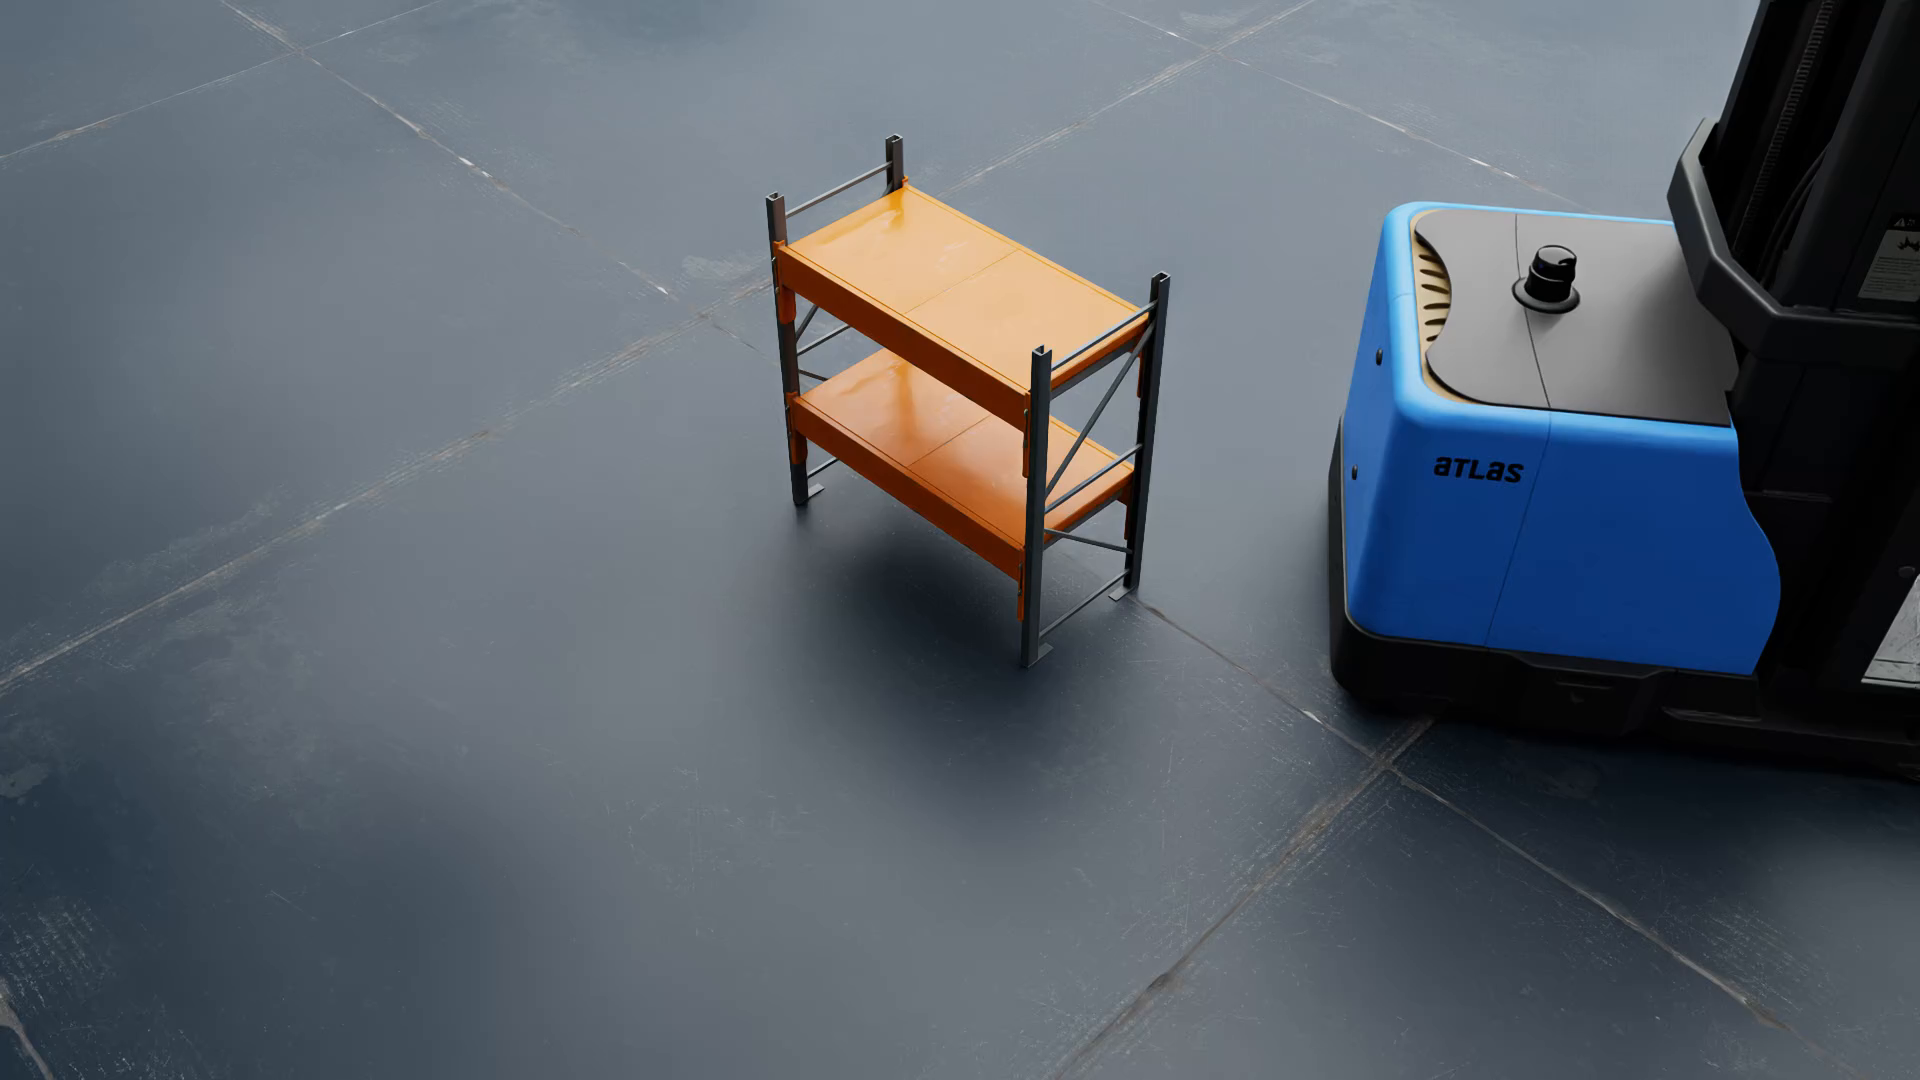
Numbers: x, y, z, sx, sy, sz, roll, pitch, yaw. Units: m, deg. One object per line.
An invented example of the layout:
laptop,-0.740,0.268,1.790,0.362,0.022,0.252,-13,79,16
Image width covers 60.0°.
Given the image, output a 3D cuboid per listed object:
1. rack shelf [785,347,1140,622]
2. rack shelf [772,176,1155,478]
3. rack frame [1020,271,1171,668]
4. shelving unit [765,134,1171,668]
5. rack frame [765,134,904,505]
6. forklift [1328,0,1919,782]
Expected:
rack shelf,0.005,-0.230,5.031,0.538,0.278,1.000,-34,53,-31
rack shelf,0.005,-0.625,4.666,0.538,0.278,1.000,-34,53,-31
rack frame,0.364,-0.166,4.600,0.500,1.125,0.032,-34,53,-31
shelving unit,0.005,-0.410,4.865,0.538,1.125,1.048,-34,53,-31
rack frame,-0.354,-0.654,5.129,0.500,1.125,0.032,-34,53,-31
forklift,2.621,-0.785,3.940,3.031,2.935,1.130,6,43,6
